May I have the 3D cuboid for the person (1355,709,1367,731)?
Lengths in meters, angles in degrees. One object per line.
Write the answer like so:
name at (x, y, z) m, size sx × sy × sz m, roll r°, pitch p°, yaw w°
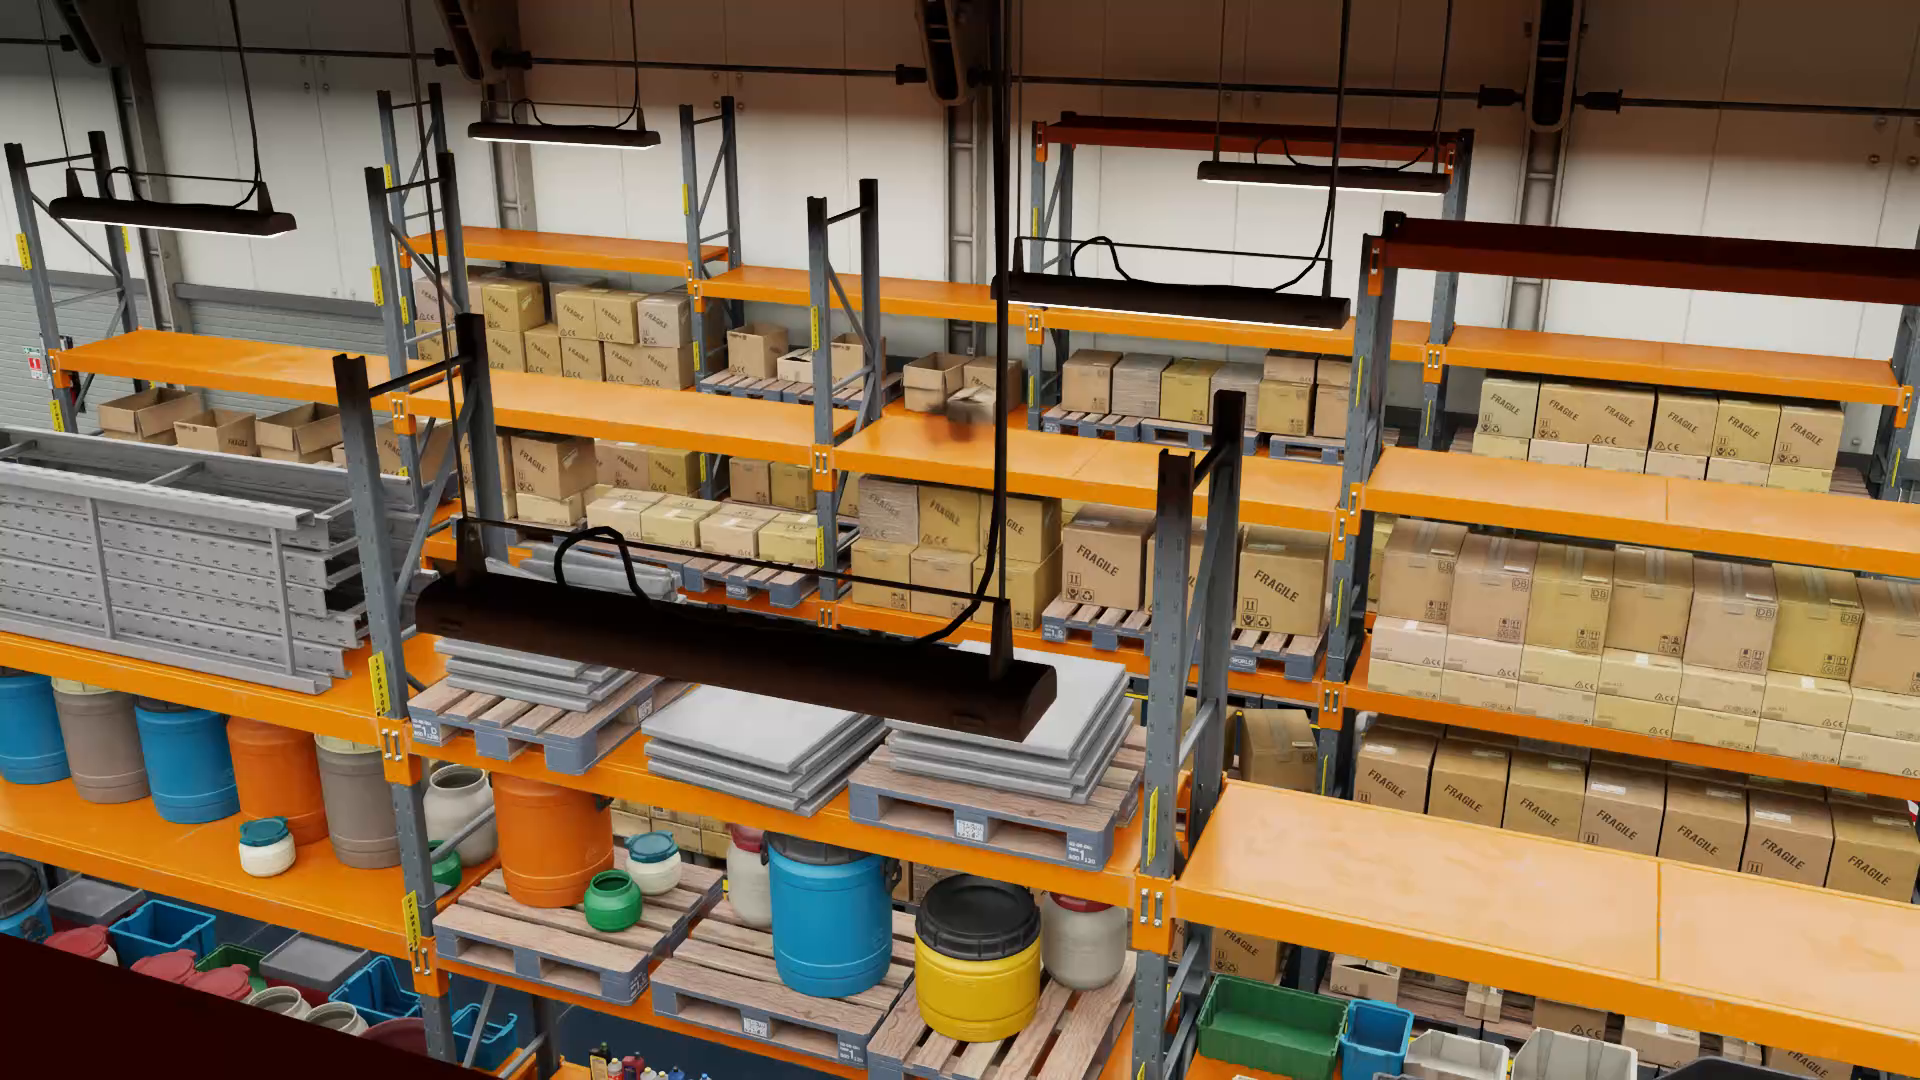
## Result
person at (3.614, 1.393, 15.442) m, size 0.425 × 1.073 × 0.724 m, roll 6°, pitch 22°, yaw 16°
